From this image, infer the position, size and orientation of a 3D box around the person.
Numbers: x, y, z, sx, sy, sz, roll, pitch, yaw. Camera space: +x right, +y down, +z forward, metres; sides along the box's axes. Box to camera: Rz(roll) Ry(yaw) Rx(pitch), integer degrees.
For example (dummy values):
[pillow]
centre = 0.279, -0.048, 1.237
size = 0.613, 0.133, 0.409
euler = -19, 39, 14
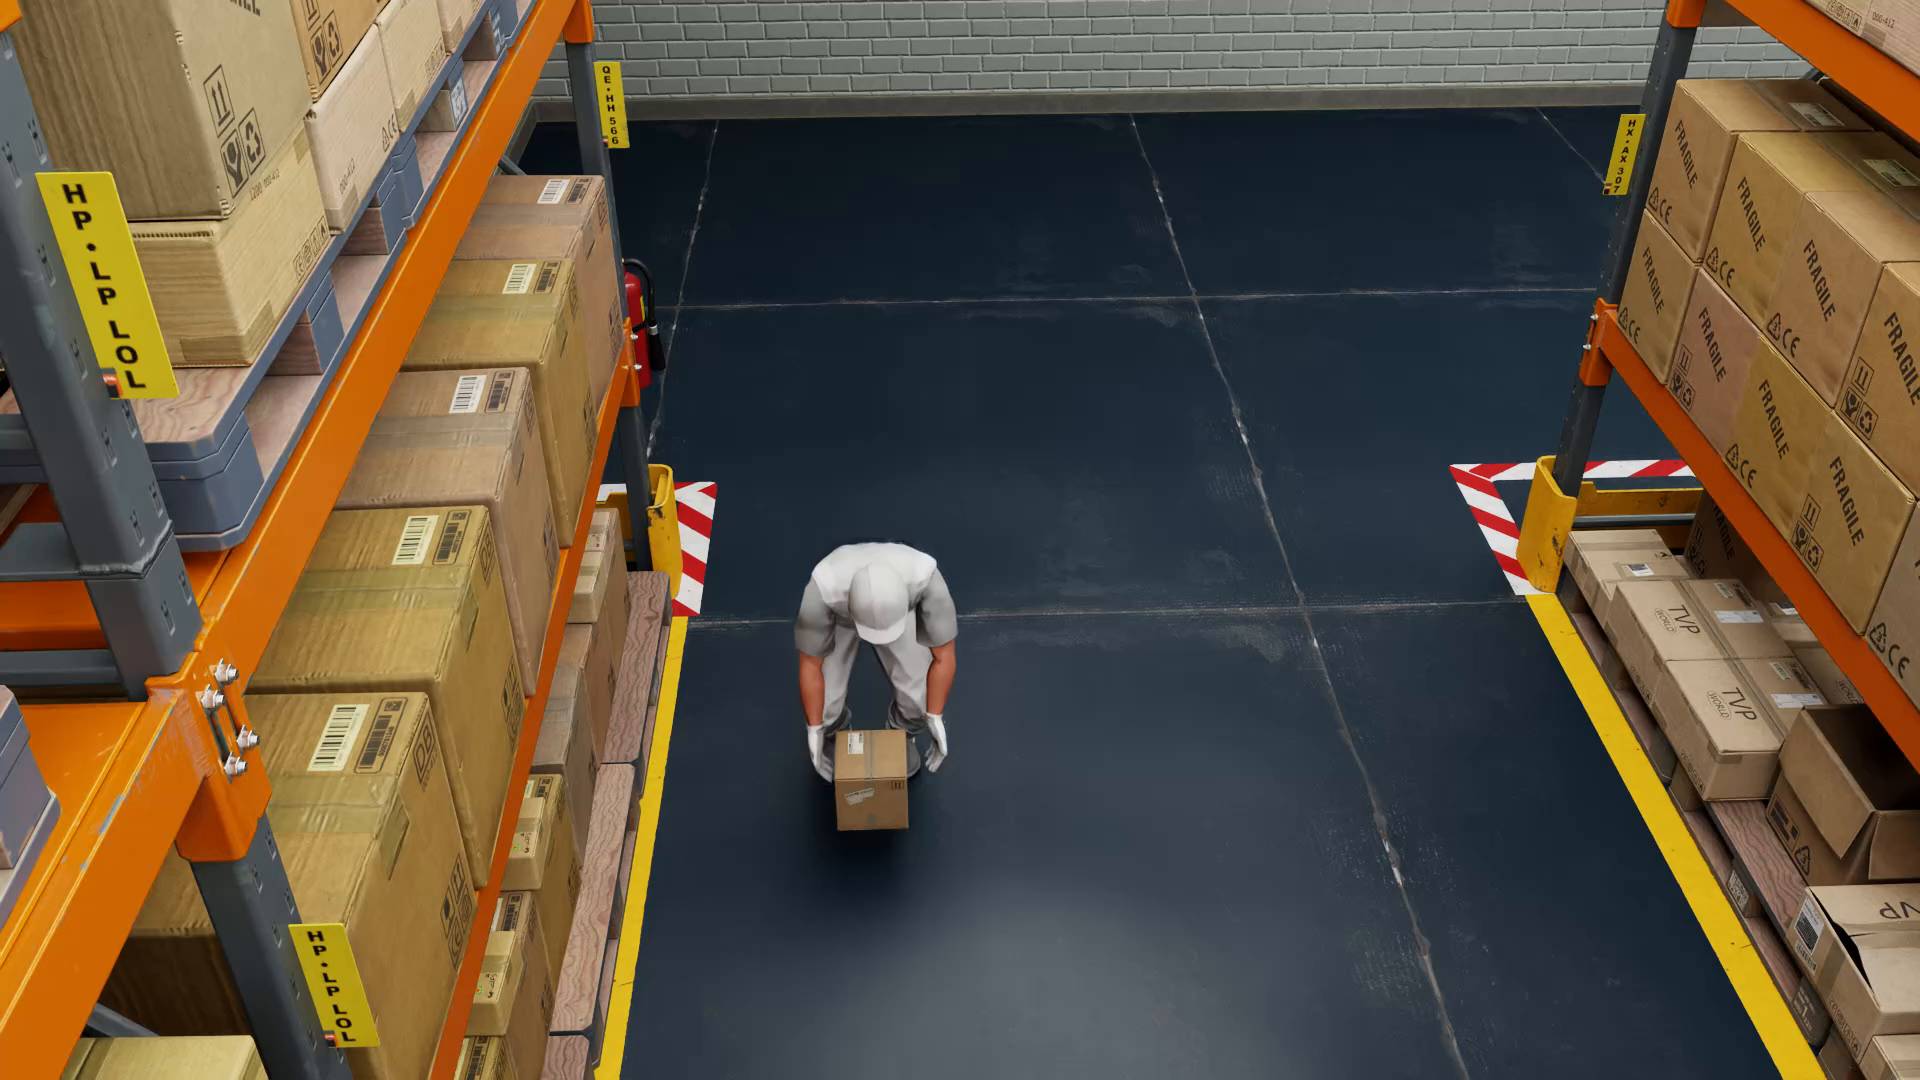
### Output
[person]
centre = -0.305, 0.413, 6.062
size = 0.586, 1.186, 0.833
euler = -2, 35, -2
